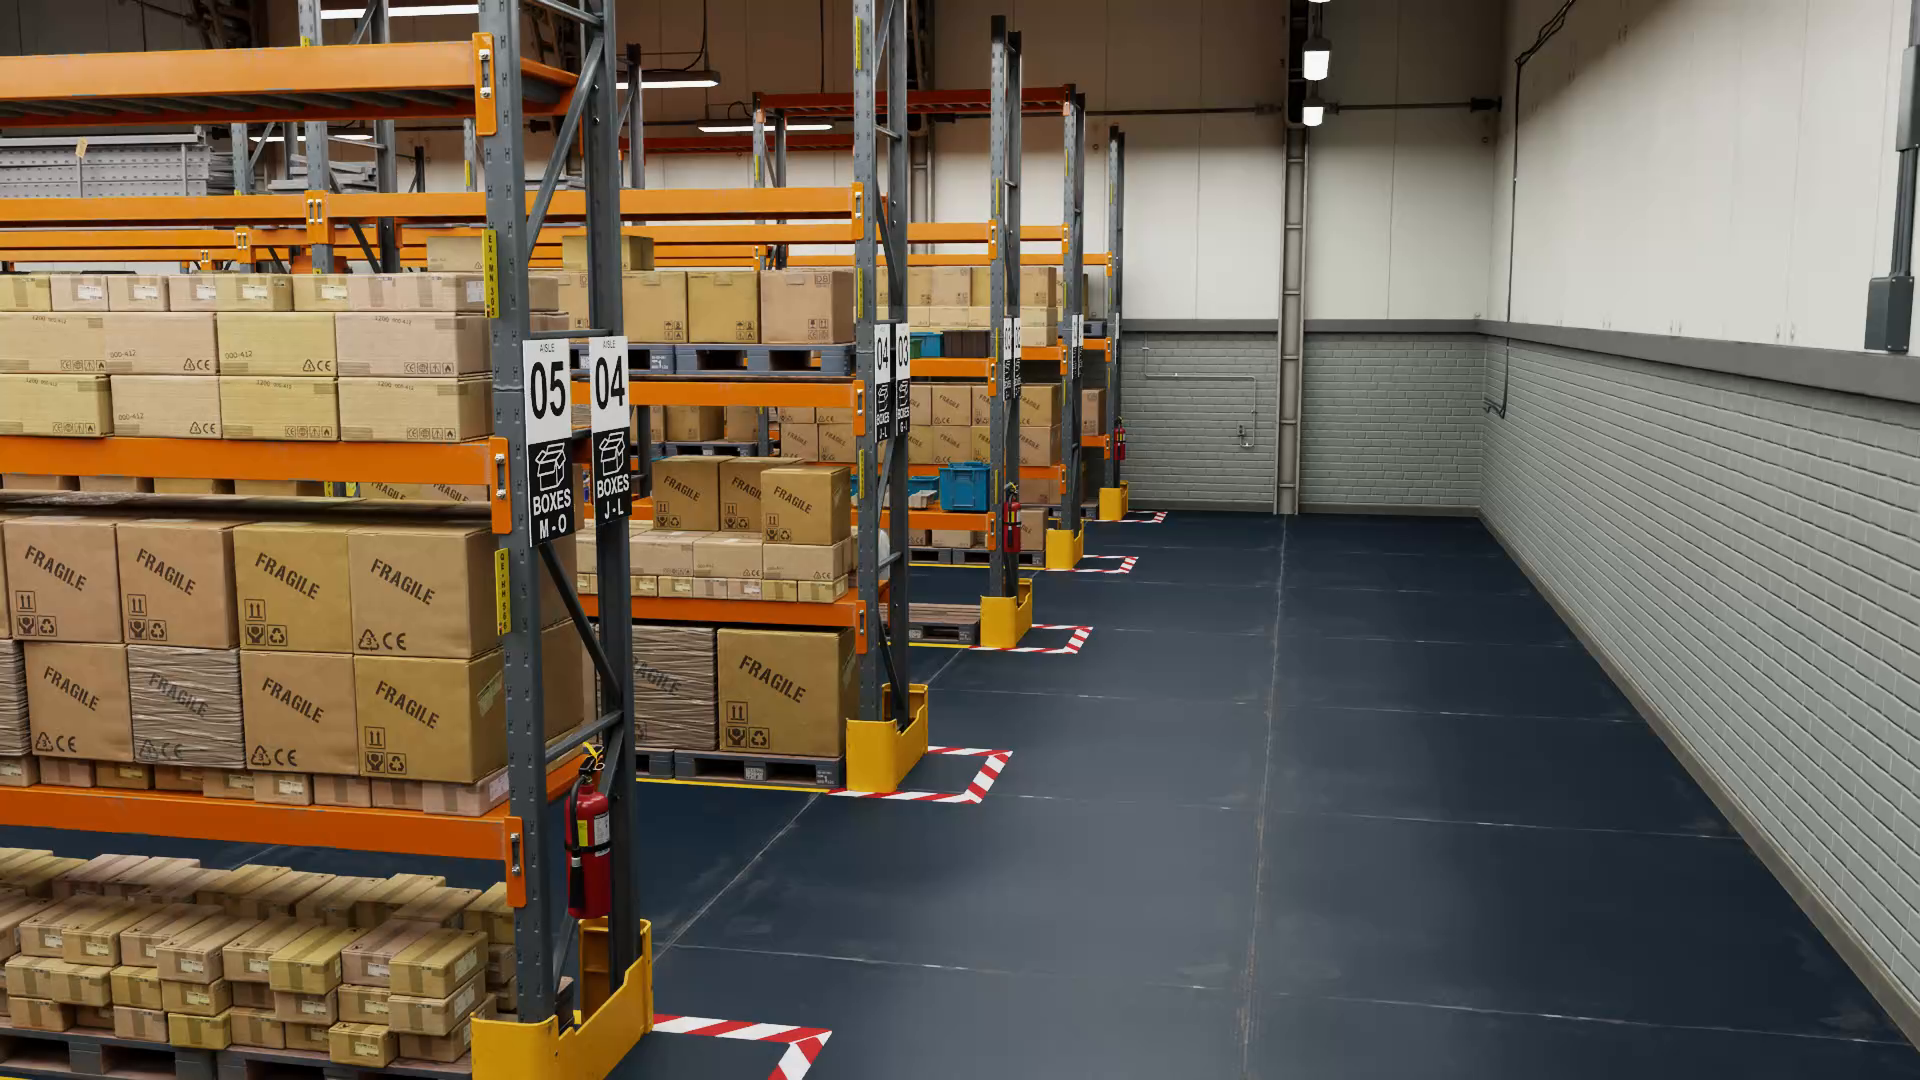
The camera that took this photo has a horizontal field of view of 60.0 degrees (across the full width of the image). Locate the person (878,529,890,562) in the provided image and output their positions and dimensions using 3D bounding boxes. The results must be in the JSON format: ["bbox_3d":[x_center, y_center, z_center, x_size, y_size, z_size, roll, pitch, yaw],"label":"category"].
[{"bbox_3d":[-1.214,0.339,17.833,0.945,0.990,0.490,1,8,8],"label":"person"}]
